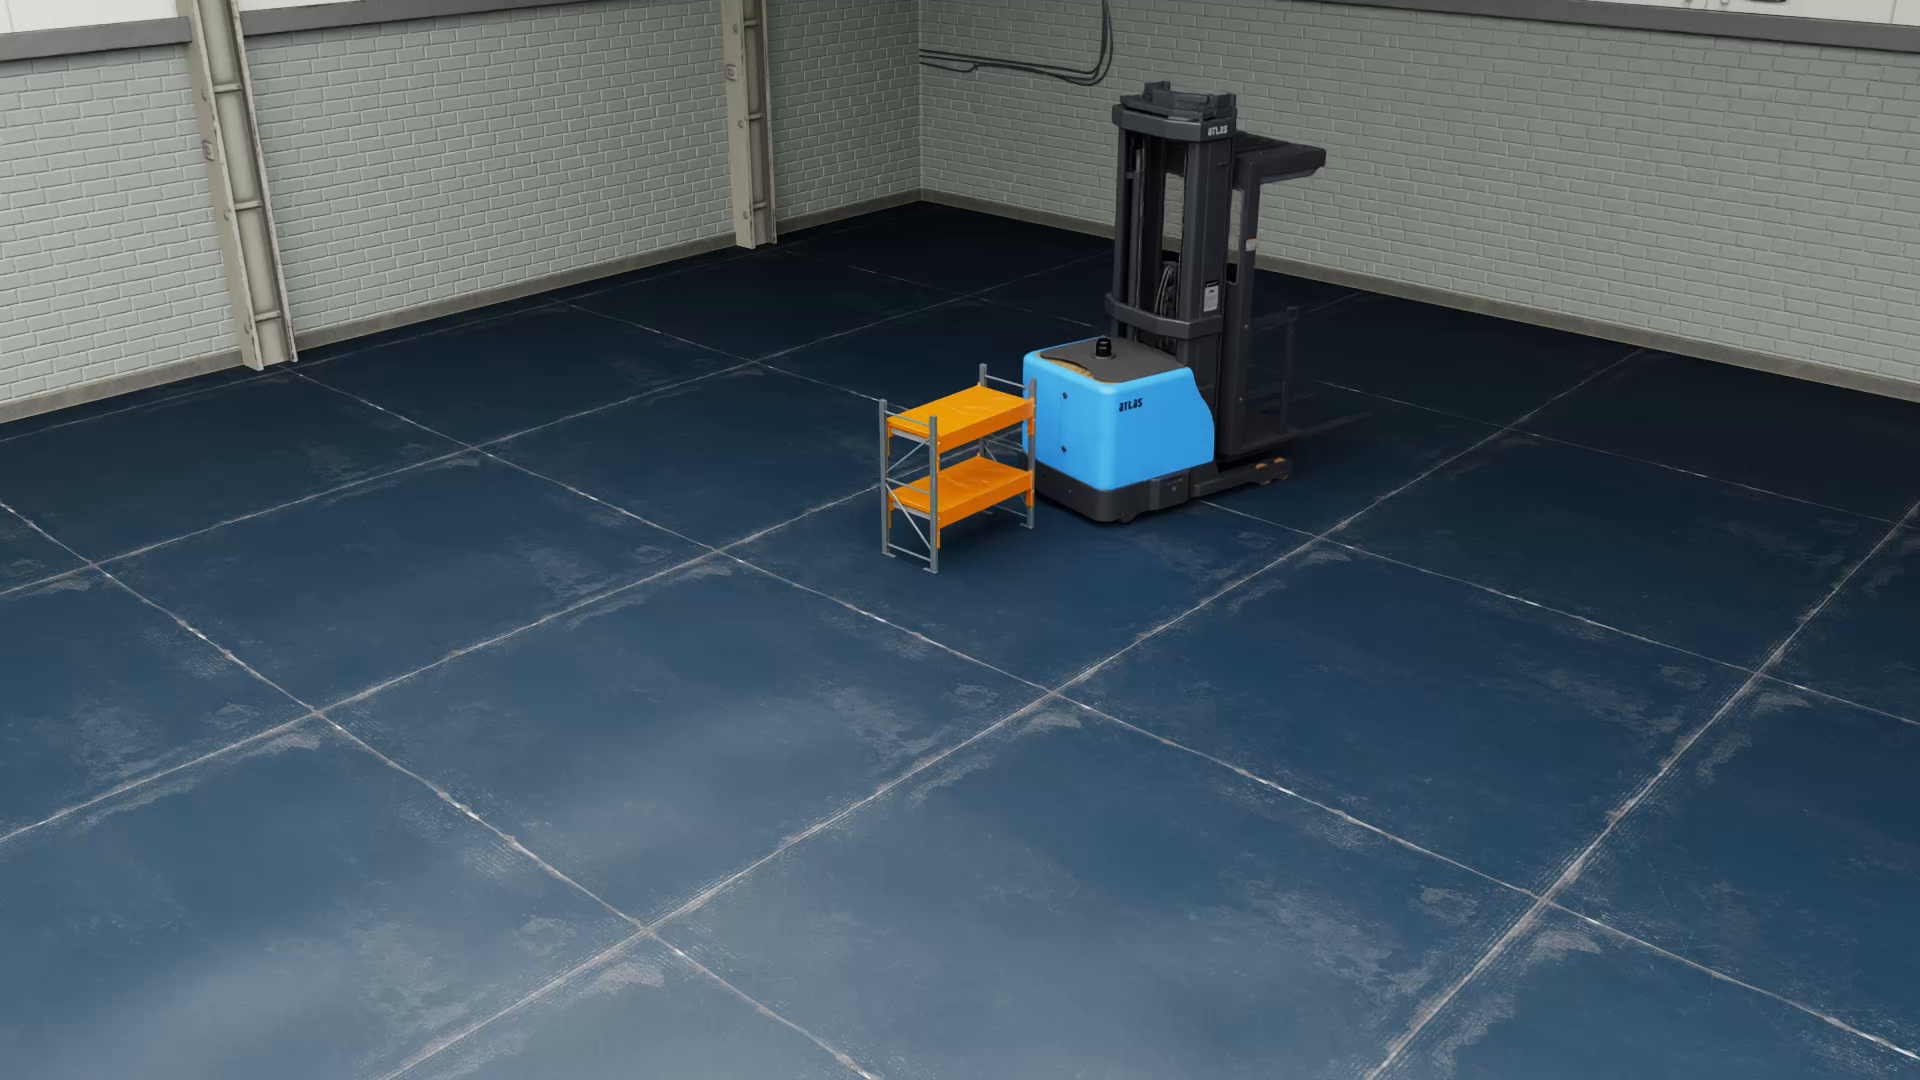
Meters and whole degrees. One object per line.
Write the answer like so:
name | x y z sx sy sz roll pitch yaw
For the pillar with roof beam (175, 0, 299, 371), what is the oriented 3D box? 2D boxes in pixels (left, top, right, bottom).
pillar with roof beam | -3.192 -4.580 10.966 9.100 9.000 0.400 20 31 38

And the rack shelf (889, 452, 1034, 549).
rack shelf | -0.005 -0.288 11.615 0.538 0.278 1.000 20 31 38

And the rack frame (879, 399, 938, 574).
rack frame | -0.344 -0.356 11.170 0.500 1.125 0.032 20 31 38

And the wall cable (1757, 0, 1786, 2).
wall cable | 7.617 -7.075 12.373 2.305 6.003 0.169 20 31 38

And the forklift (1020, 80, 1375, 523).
forklift | 1.947 -1.916 12.440 3.031 2.935 1.130 -16 29 -32

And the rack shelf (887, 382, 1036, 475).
rack shelf | -0.005 -0.778 11.396 0.538 0.278 1.000 20 31 38

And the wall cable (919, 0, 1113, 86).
wall cable | 0.558 -6.703 19.496 3.097 2.526 0.112 20 31 38

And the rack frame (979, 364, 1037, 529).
rack frame | 0.335 -0.666 11.861 0.500 1.125 0.032 20 31 38

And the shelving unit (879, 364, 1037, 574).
shelving unit | -0.005 -0.511 11.515 0.538 1.125 1.048 20 31 38

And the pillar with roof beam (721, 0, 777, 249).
pillar with roof beam | 0.813 -6.408 15.043 9.100 9.000 0.400 20 31 38
